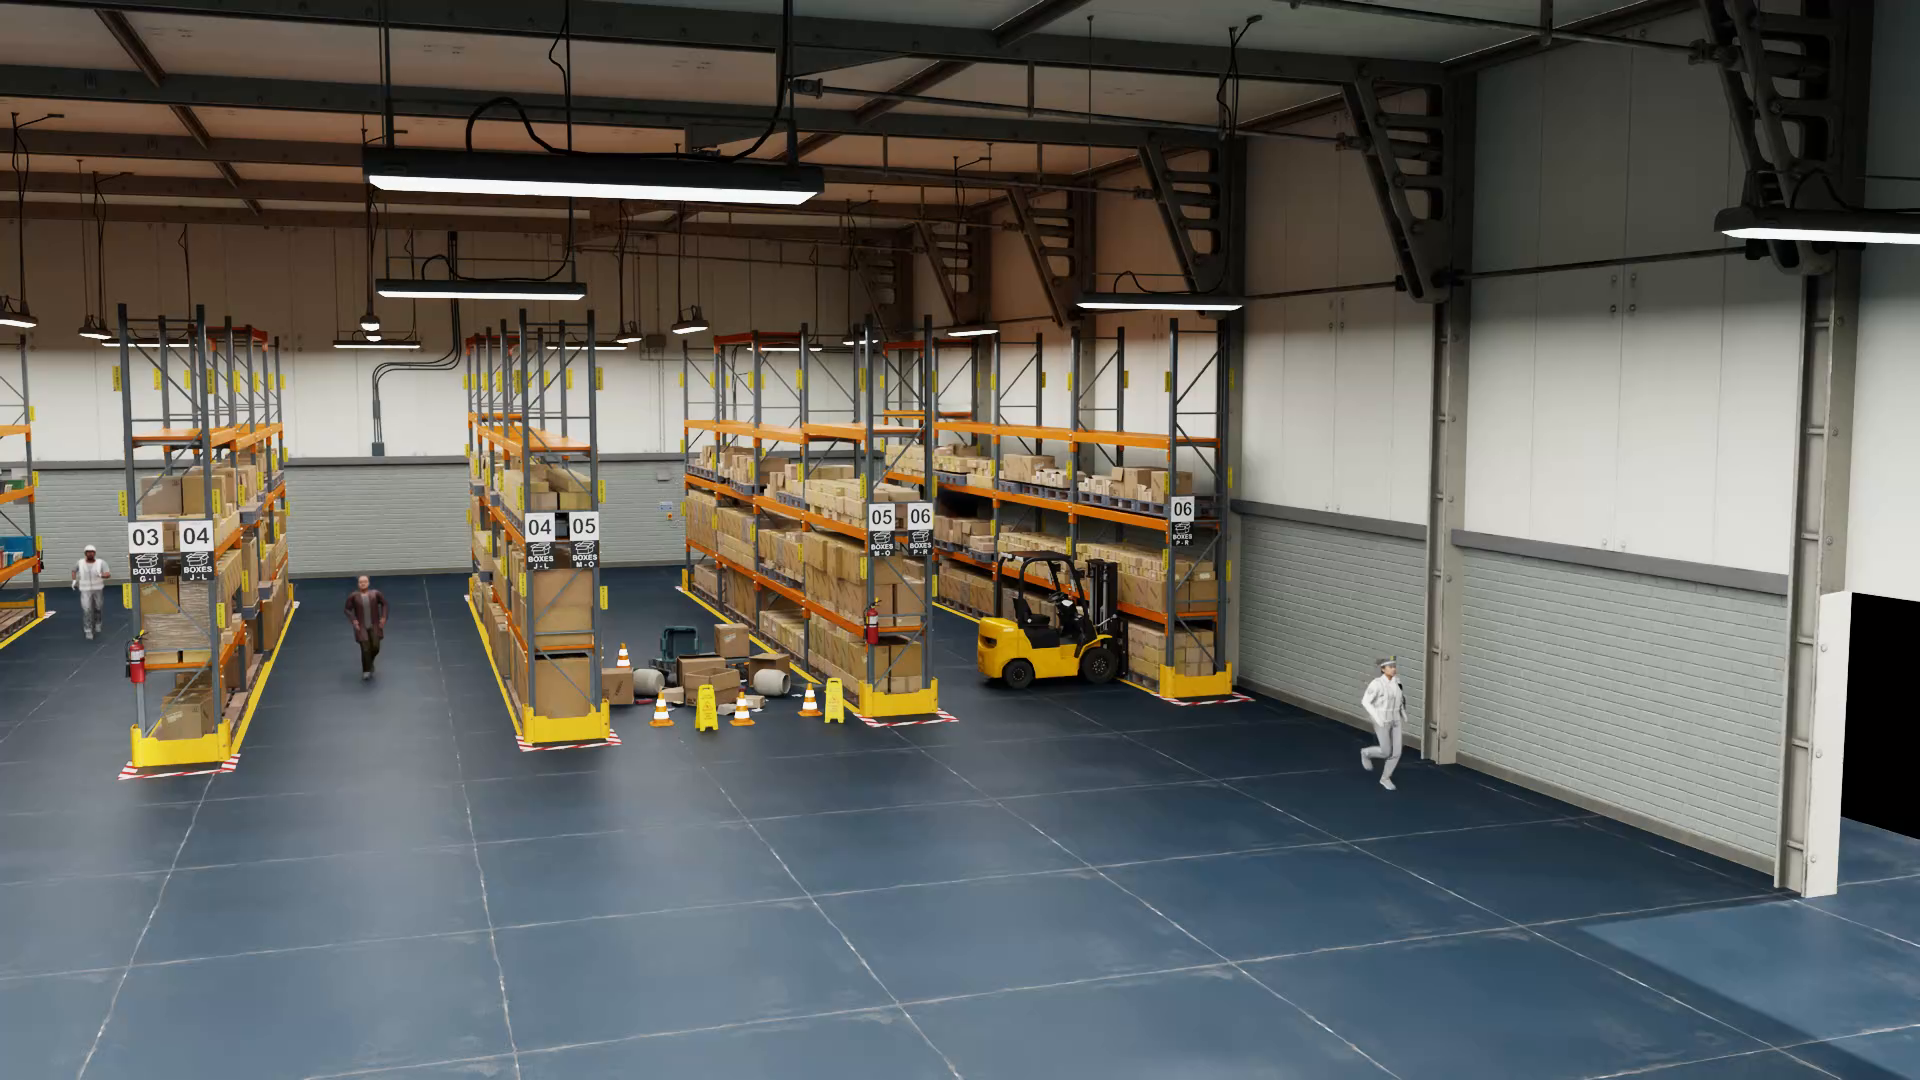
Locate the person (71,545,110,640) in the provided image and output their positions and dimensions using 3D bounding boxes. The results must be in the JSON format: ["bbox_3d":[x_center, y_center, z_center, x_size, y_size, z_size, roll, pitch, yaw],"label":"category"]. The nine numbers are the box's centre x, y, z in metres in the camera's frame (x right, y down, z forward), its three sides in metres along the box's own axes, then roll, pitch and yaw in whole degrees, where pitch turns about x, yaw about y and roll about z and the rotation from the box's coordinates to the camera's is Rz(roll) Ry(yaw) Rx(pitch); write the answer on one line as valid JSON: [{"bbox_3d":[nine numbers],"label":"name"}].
[{"bbox_3d":[-17.021,0.999,32.597,0.678,1.804,0.934,-3,6,-29],"label":"person"}]

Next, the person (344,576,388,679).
[{"bbox_3d":[-10.039,1.475,28.152,0.716,1.741,0.572,-2,6,-24],"label":"person"}]

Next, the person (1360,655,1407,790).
[{"bbox_3d":[5.269,2.239,20.681,0.630,1.667,0.585,-2,6,-24],"label":"person"}]
